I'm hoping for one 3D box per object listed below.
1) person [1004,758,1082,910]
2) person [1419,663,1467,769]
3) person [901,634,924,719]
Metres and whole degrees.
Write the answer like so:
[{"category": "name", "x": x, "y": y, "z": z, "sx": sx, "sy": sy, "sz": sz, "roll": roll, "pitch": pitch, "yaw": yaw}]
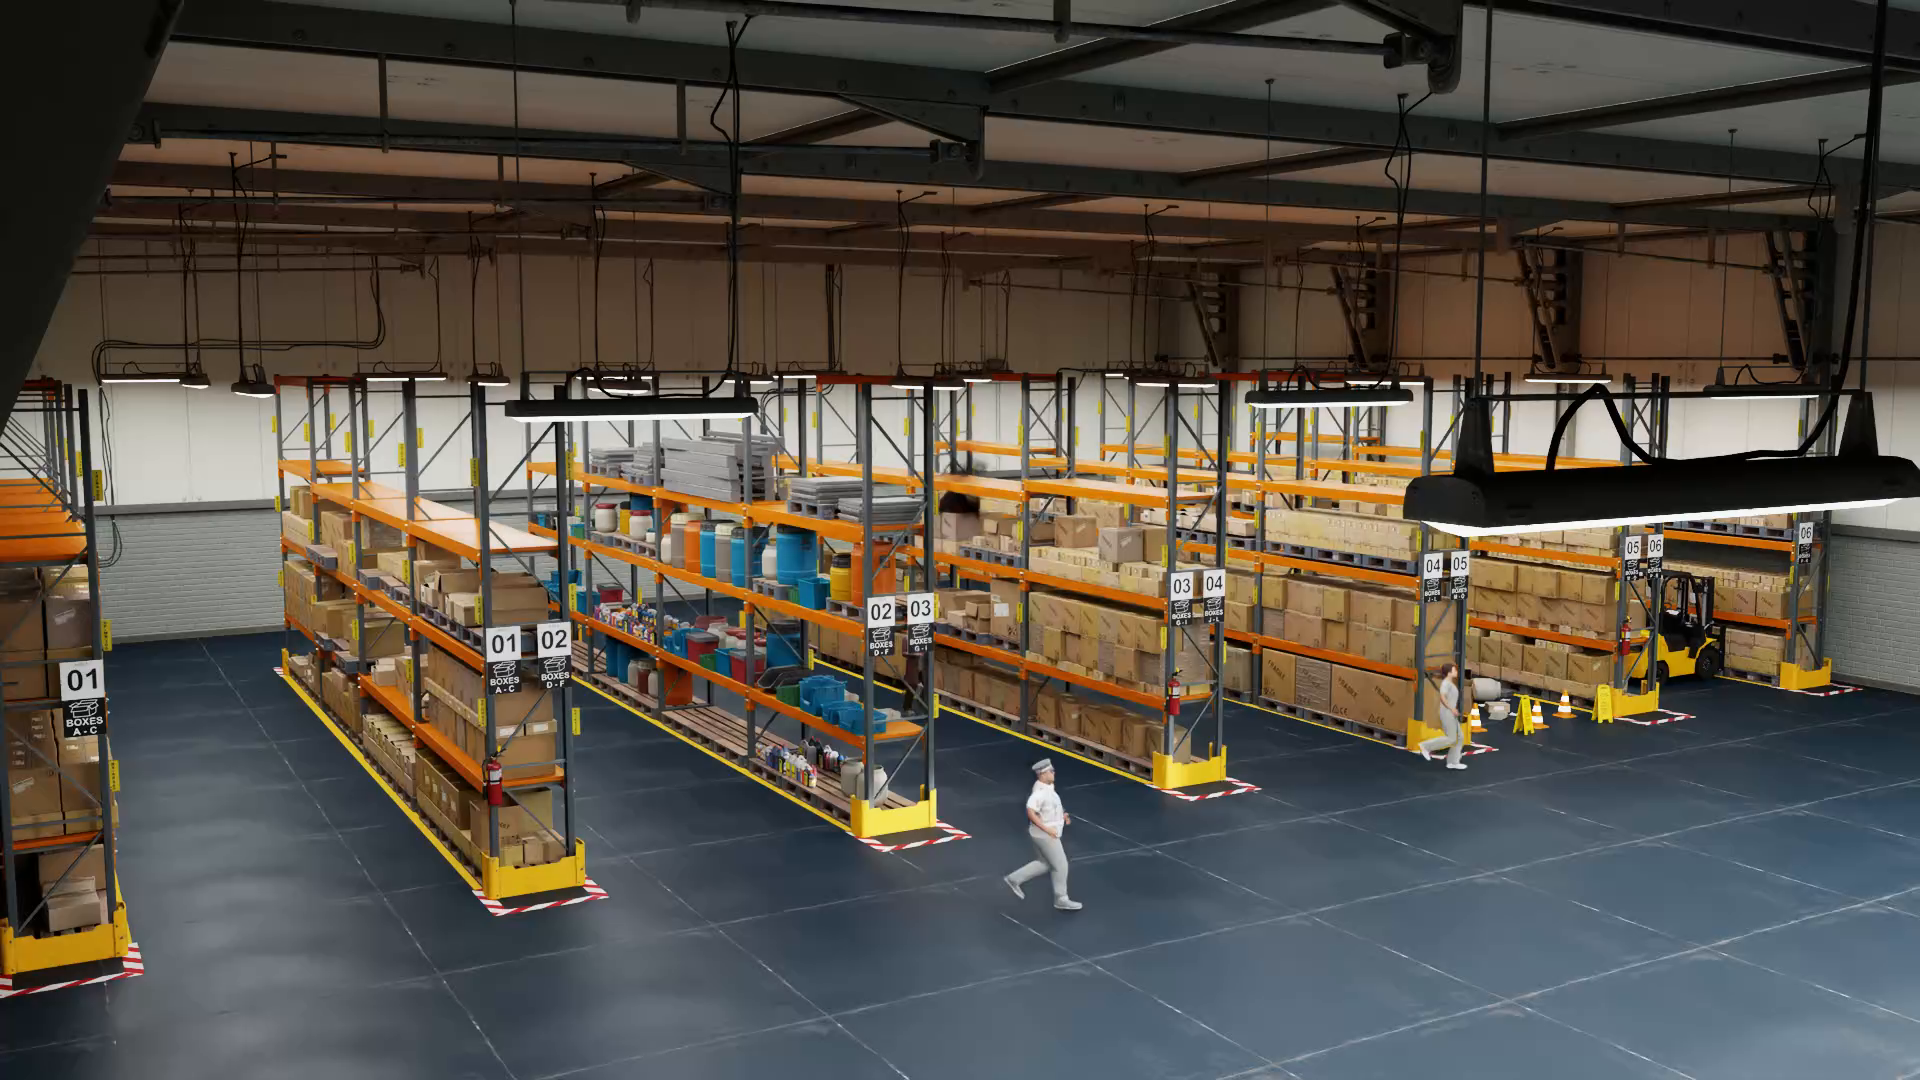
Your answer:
[{"category": "person", "x": 0.956, "y": 3.363, "z": 19.057, "sx": 0.902, "sy": 1.760, "sz": 0.677, "roll": 0, "pitch": 6, "yaw": 0}, {"category": "person", "x": 7.516, "y": 2.722, "z": 25.802, "sx": 0.726, "sy": 1.605, "sz": 0.616, "roll": 2, "pitch": 7, "yaw": 18}, {"category": "person", "x": -0.737, "y": 2.279, "z": 29.091, "sx": 0.654, "sy": 1.823, "sz": 0.853, "roll": -4, "pitch": 7, "yaw": -30}]
